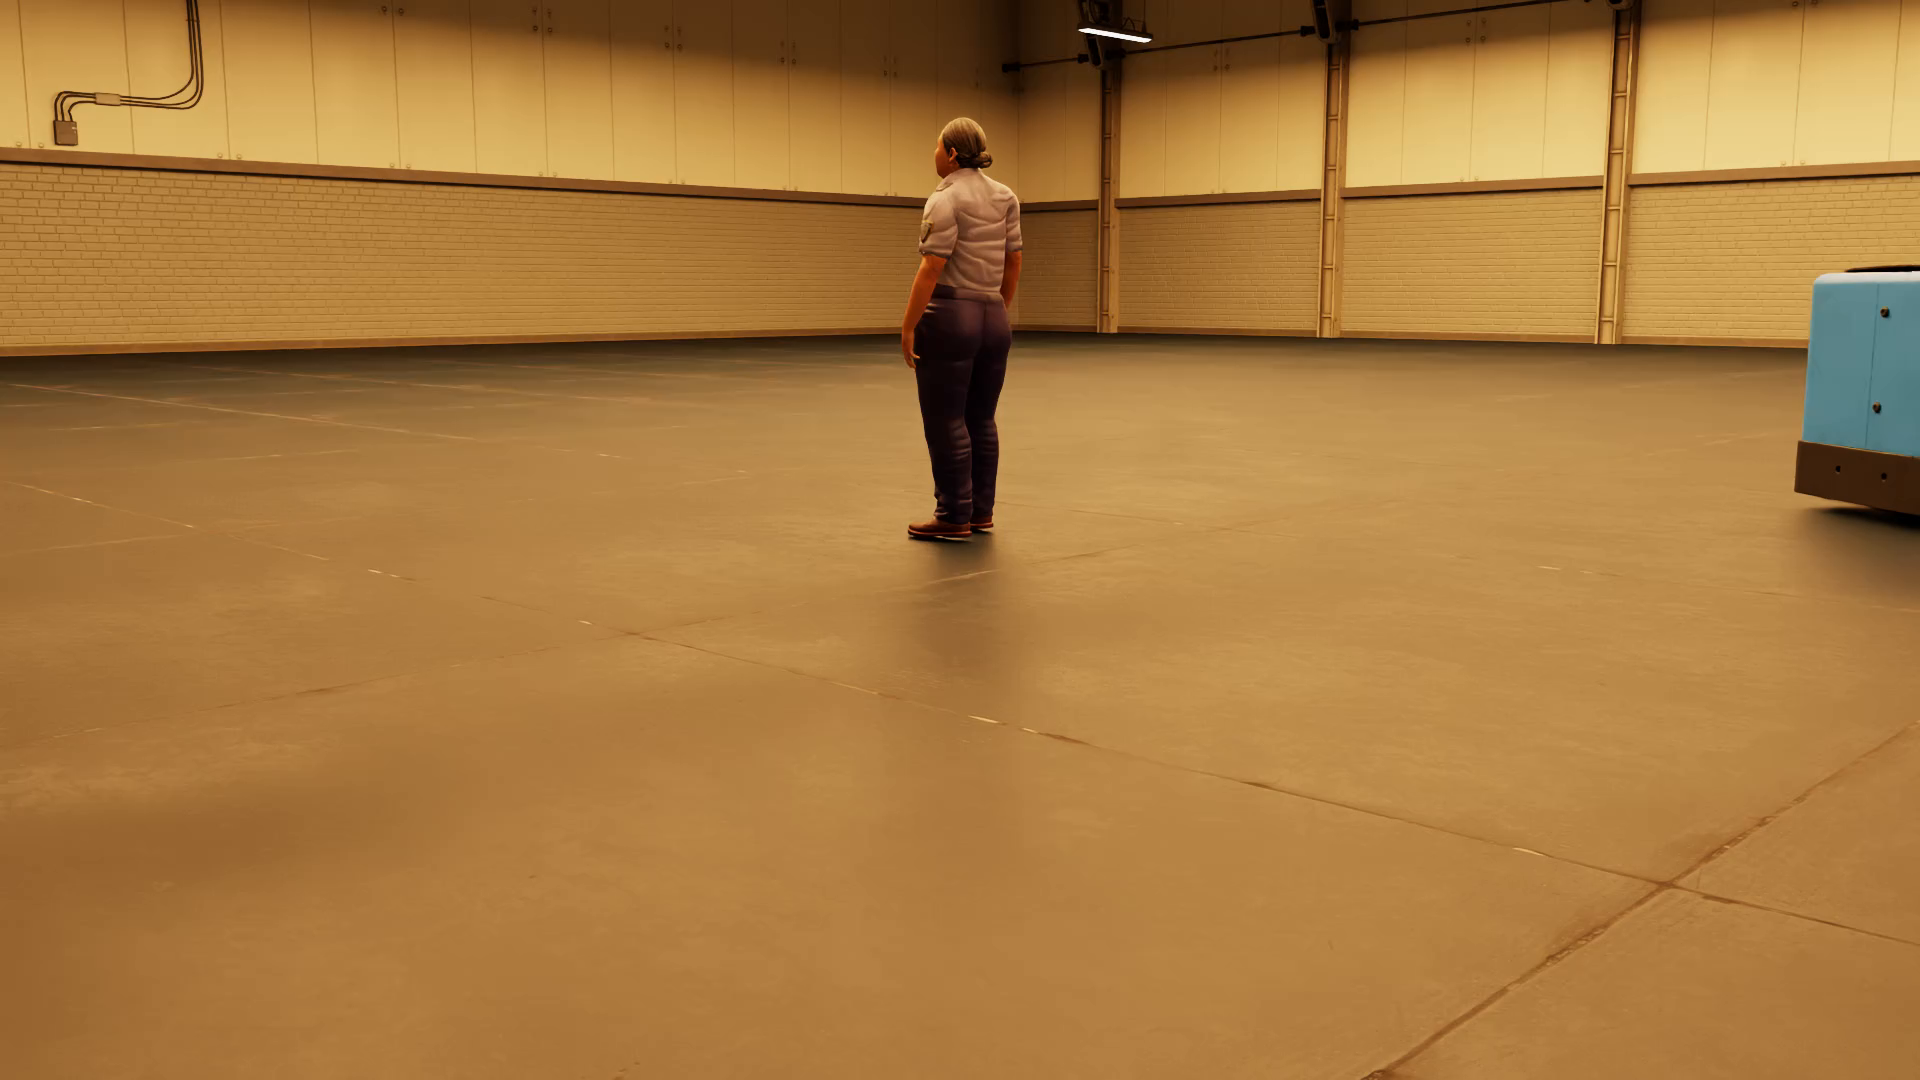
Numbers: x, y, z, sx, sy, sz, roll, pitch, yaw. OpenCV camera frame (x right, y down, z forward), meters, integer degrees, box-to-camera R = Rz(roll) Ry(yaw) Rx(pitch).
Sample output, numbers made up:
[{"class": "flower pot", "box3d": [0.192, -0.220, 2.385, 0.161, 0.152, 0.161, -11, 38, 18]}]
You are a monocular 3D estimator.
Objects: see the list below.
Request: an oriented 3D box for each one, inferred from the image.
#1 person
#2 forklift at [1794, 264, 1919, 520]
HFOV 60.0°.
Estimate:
[{"class": "person", "box3d": [-0.049, -0.833, 6.672, 0.502, 1.651, 0.598, 8, 12, 43]}, {"class": "forklift", "box3d": [5.423, -1.562, 7.250, 3.031, 2.935, 1.130, -1, 9, -8]}]
